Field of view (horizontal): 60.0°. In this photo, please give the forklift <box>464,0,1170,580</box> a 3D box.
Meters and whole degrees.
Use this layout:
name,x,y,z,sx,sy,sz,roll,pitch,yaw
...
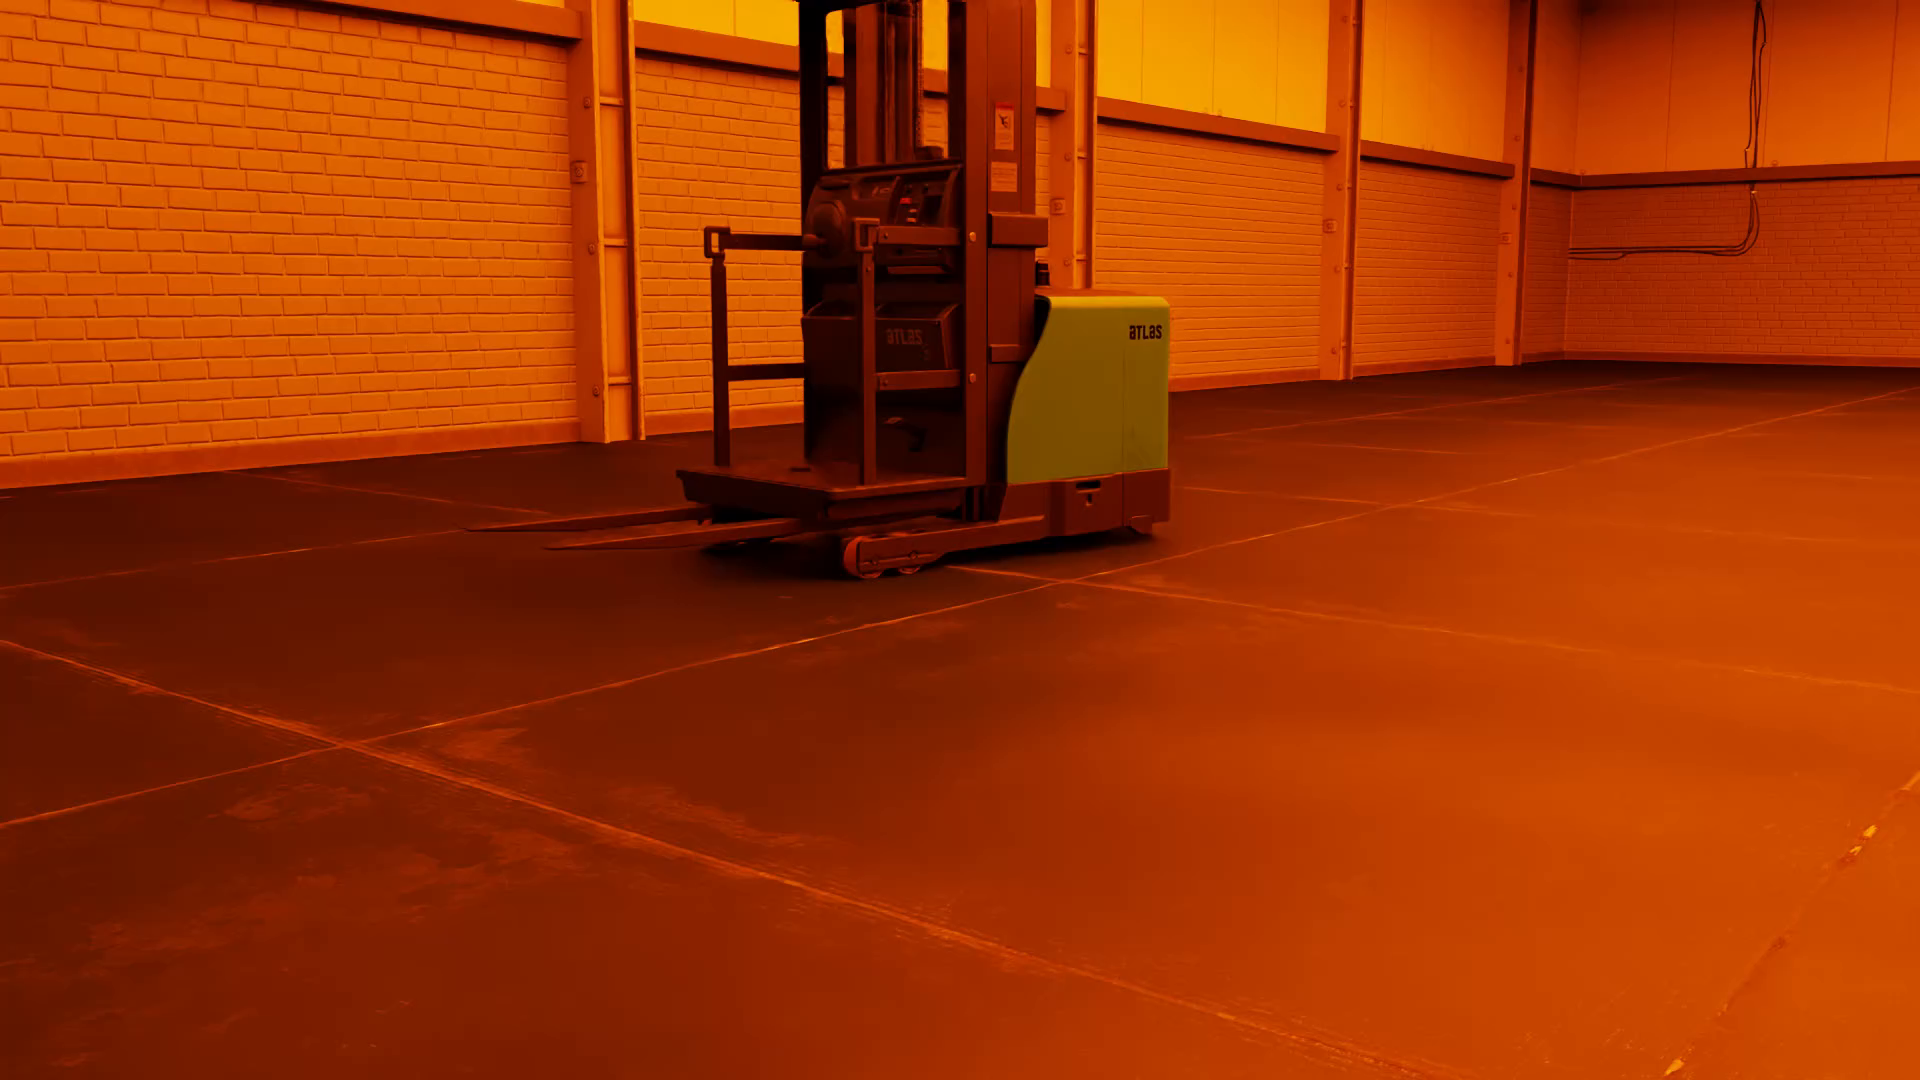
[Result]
name,x,y,z,sx,sy,sz,roll,pitch,yaw
forklift,-0.486,-1.382,6.727,3.031,2.935,1.130,-7,11,-41
